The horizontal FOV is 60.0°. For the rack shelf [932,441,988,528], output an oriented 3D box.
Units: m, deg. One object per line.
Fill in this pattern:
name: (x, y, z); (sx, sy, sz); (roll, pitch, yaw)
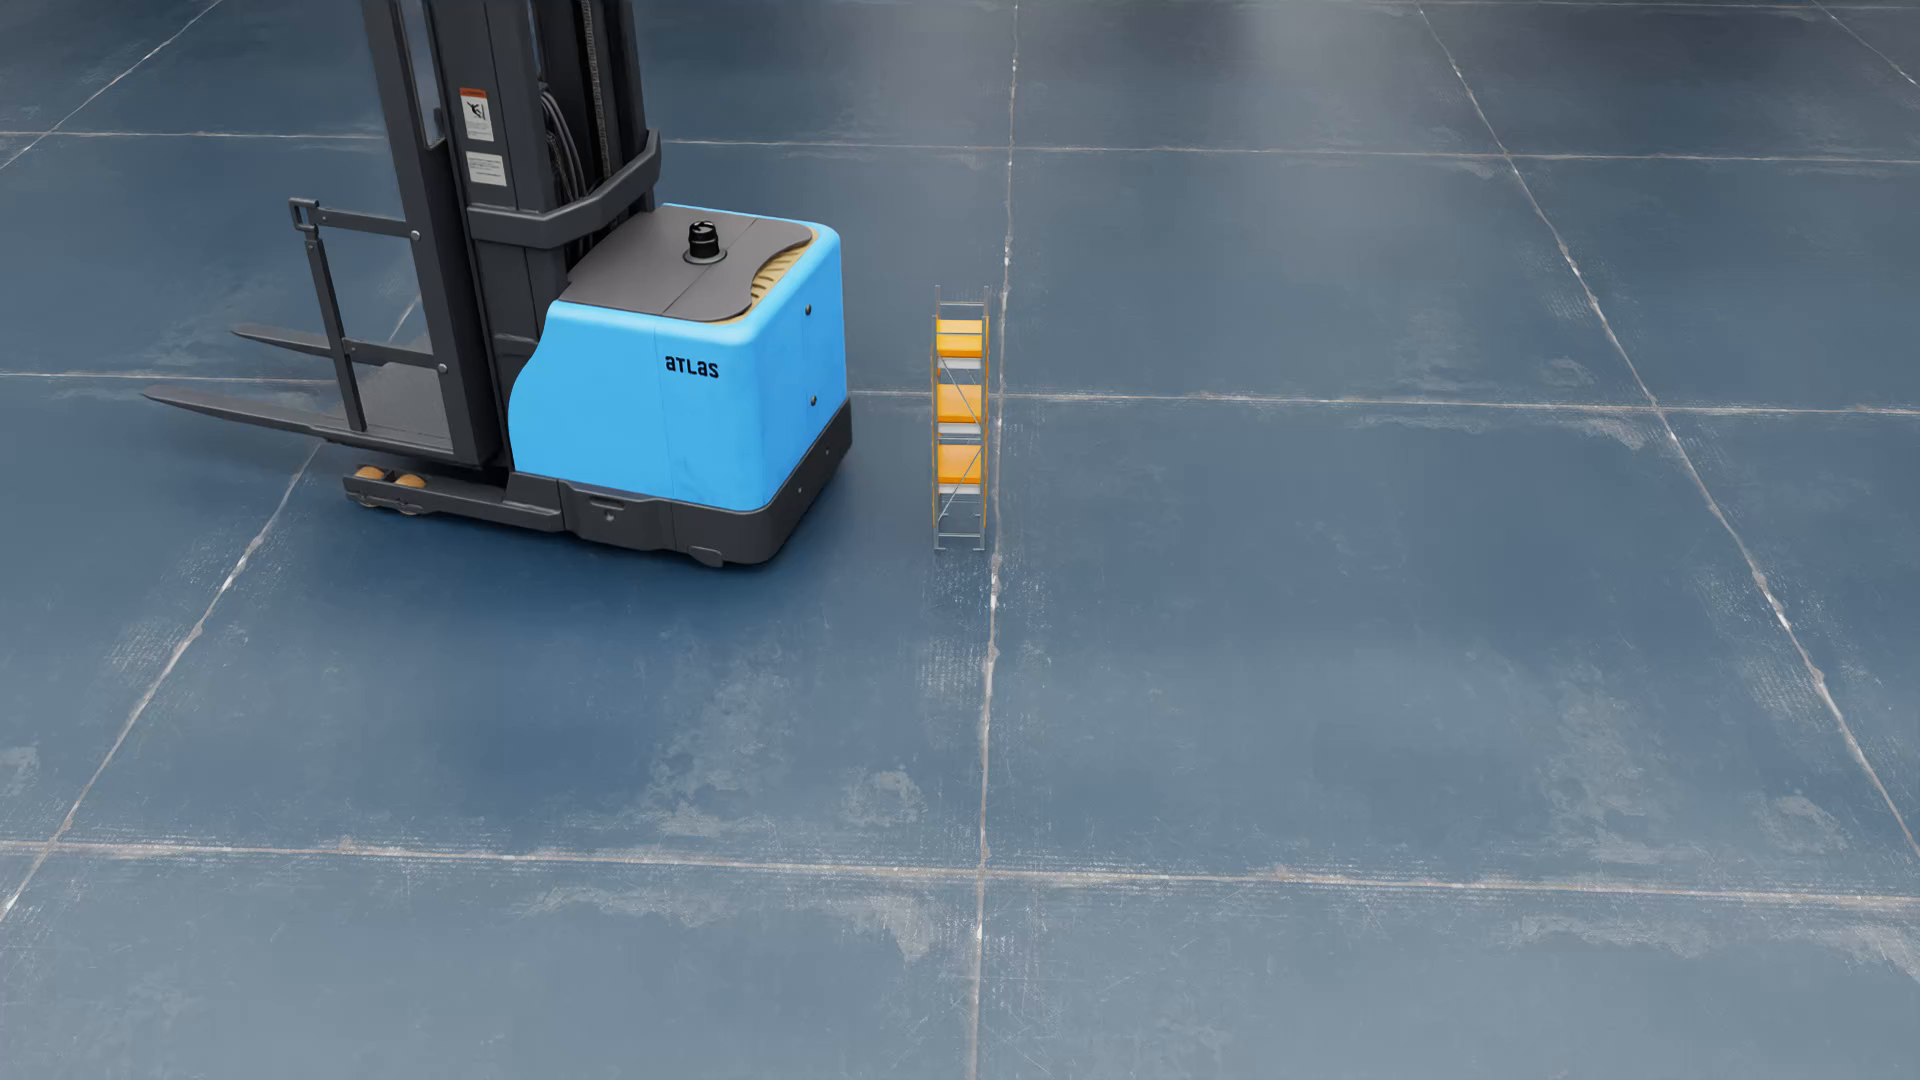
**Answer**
rack shelf: (0.002, -0.224, 6.658); (0.215, 0.259, 0.240); (1, 35, 2)

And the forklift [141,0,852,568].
forklift: (-2.043, -1.579, 6.448); (3.031, 2.935, 1.130); (10, 36, 14)

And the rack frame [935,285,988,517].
rack frame: (0.007, -0.530, 6.592); (0.200, 1.050, 0.008); (1, 35, 2)

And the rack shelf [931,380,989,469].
rack shelf: (0.002, -0.452, 6.498); (0.215, 0.259, 0.240); (1, 35, 2)

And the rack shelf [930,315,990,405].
rack shelf: (0.002, -0.684, 6.335); (0.215, 0.259, 0.240); (1, 35, 2)

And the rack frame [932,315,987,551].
rack frame: (-0.003, -0.390, 6.392); (0.200, 1.050, 0.008); (1, 35, 2)

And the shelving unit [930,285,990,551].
shelving unit: (0.002, -0.460, 6.492); (0.215, 1.050, 0.252); (1, 35, 2)
